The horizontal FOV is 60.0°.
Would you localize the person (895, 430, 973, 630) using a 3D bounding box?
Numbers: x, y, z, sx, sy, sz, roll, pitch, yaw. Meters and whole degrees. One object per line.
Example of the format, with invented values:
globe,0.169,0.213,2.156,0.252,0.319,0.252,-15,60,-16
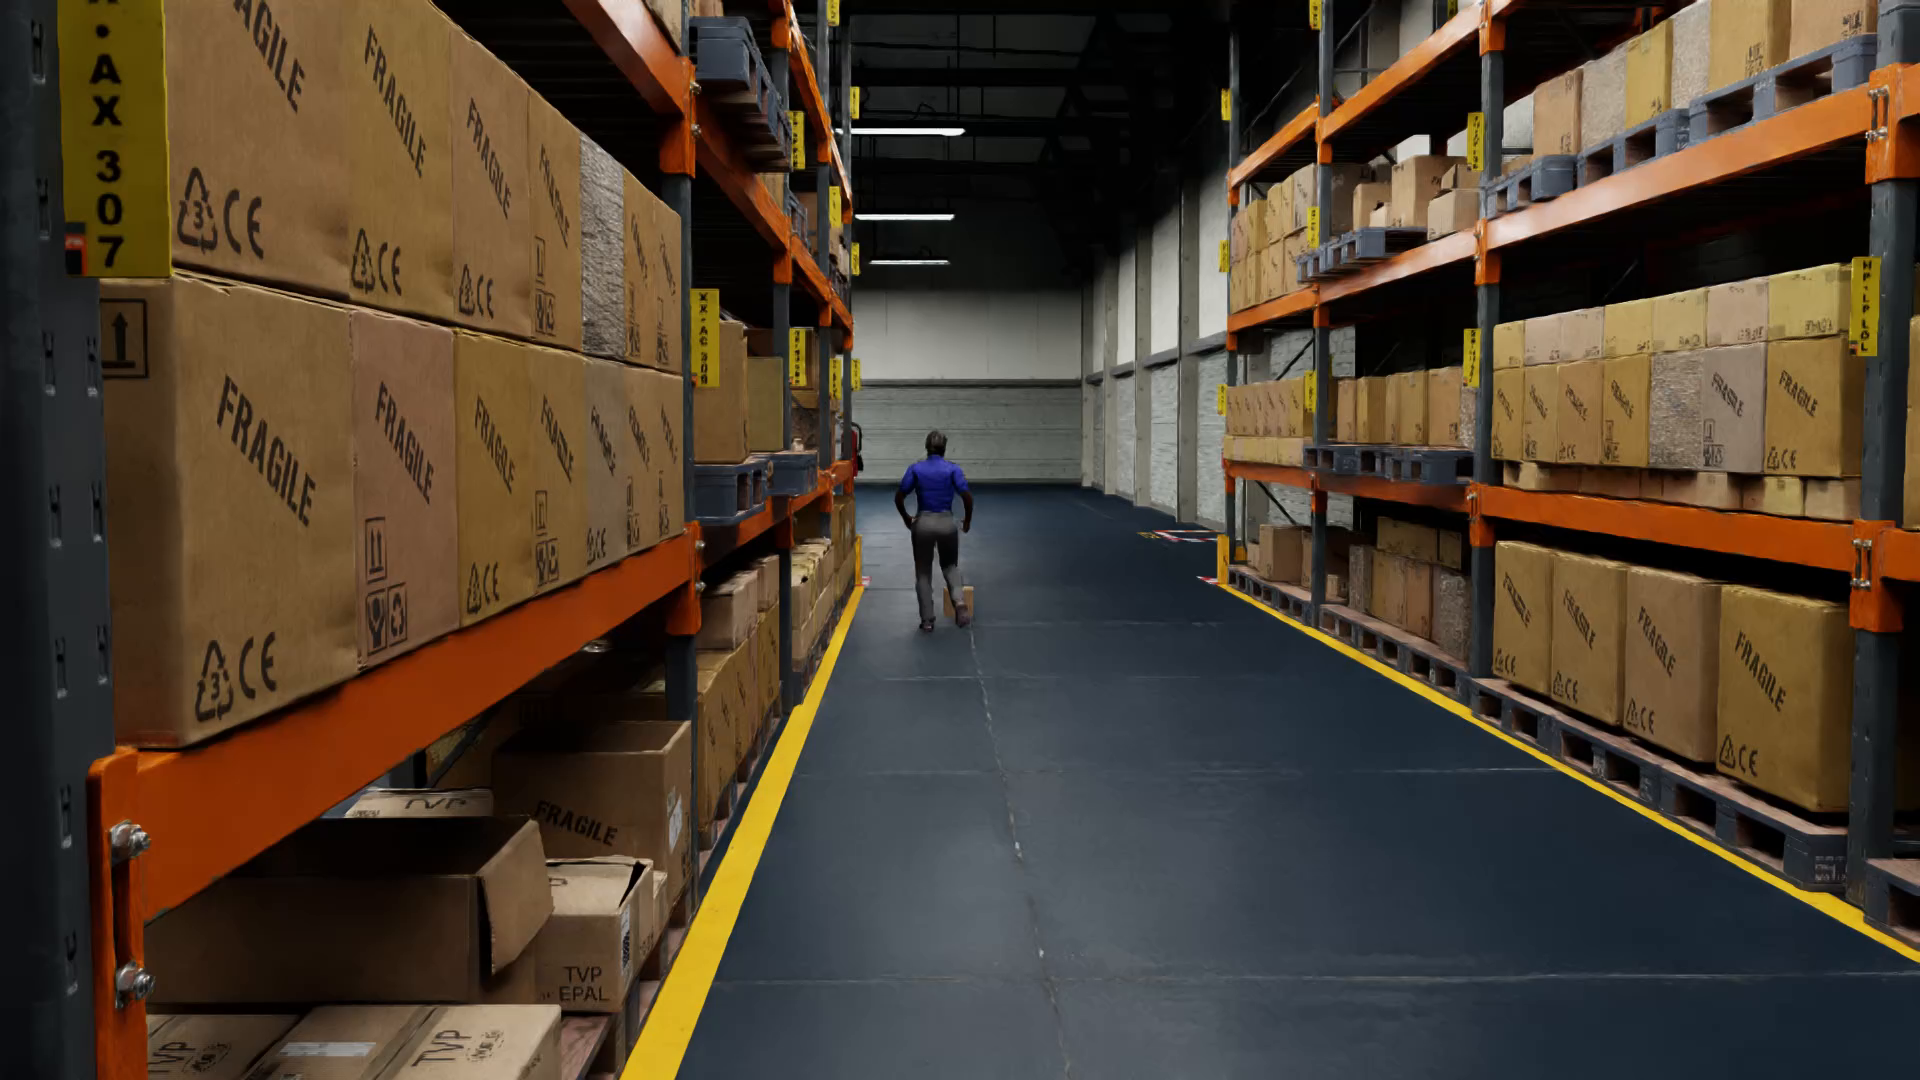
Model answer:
person,-0.222,-0.073,13.452,0.625,1.626,0.472,0,4,-7
